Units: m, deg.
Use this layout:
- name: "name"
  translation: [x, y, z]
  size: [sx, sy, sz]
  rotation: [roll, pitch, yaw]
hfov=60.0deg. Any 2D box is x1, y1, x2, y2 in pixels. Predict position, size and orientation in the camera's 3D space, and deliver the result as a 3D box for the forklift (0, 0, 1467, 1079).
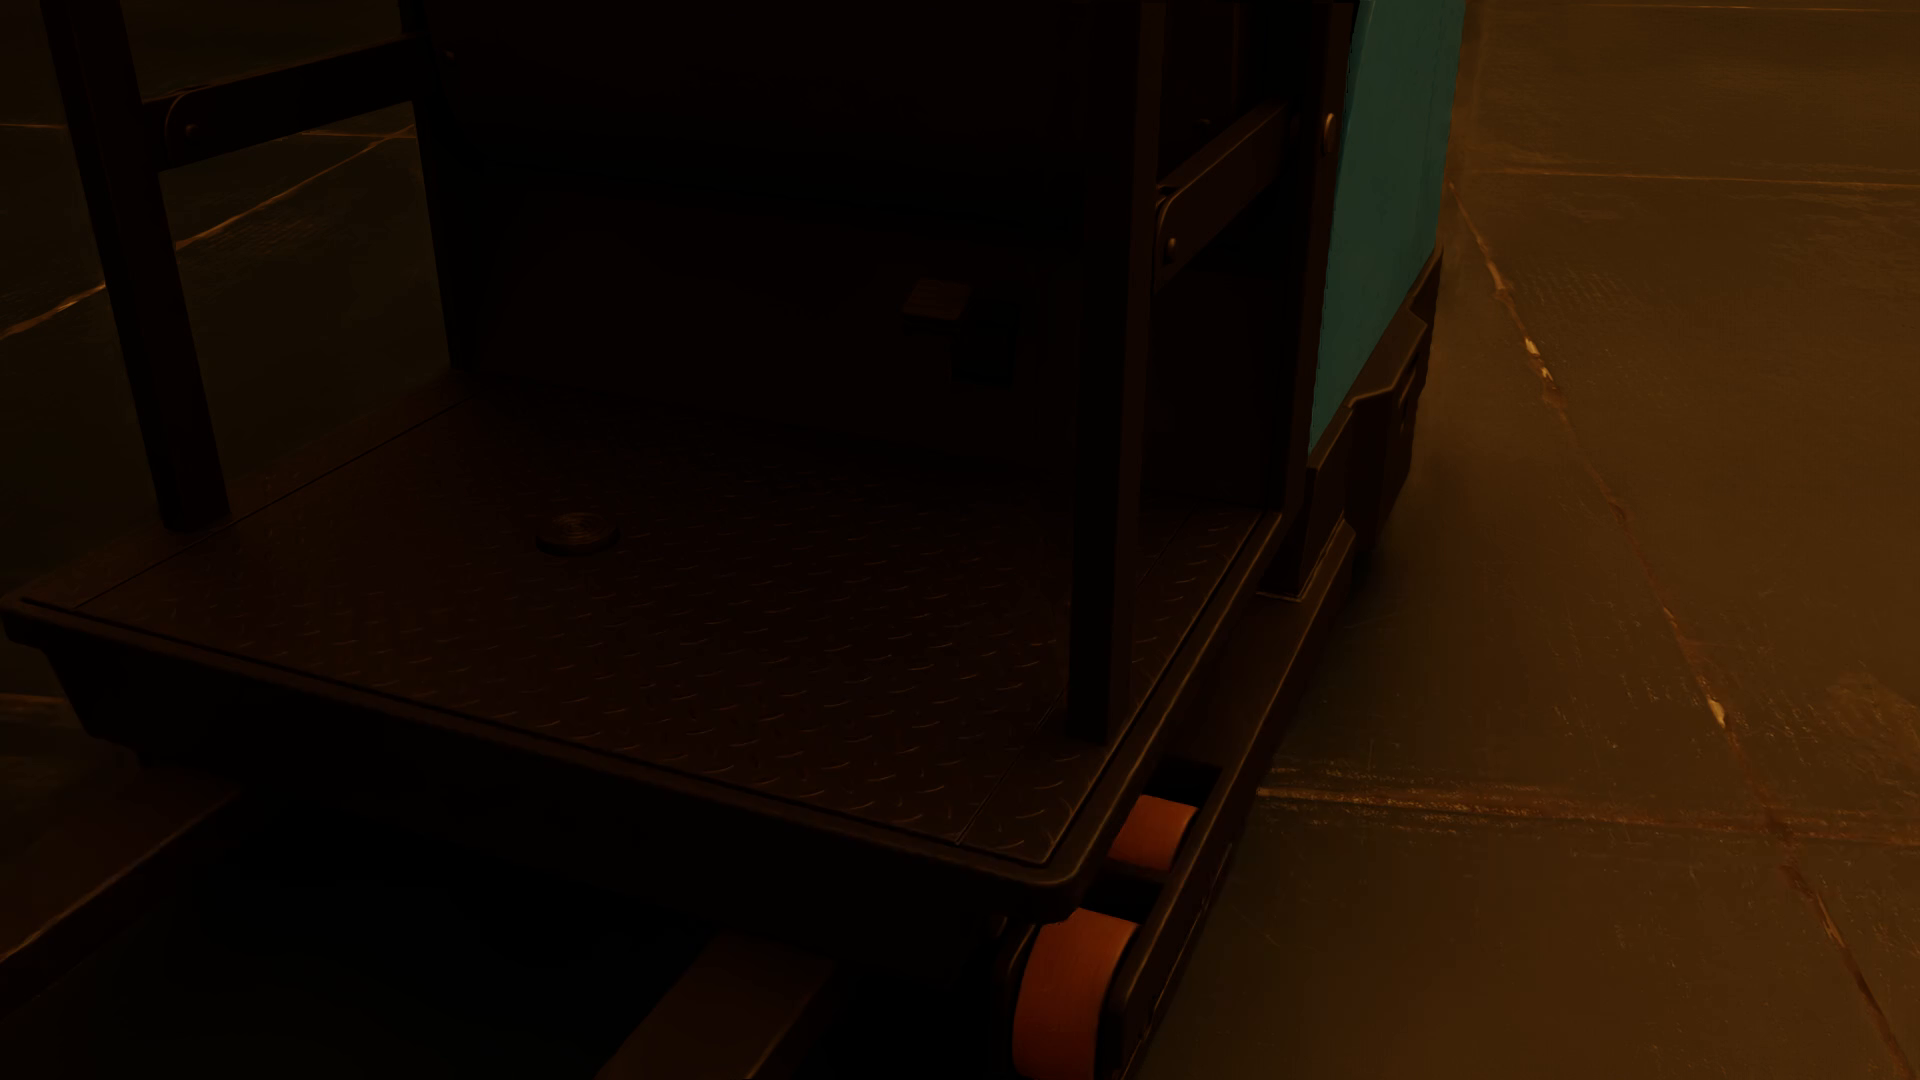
- name: "forklift"
  translation: [-0.236, -1.030, 1.282]
  size: [1.130, 2.935, 3.031]
  rotation: [11, 29, 21]
